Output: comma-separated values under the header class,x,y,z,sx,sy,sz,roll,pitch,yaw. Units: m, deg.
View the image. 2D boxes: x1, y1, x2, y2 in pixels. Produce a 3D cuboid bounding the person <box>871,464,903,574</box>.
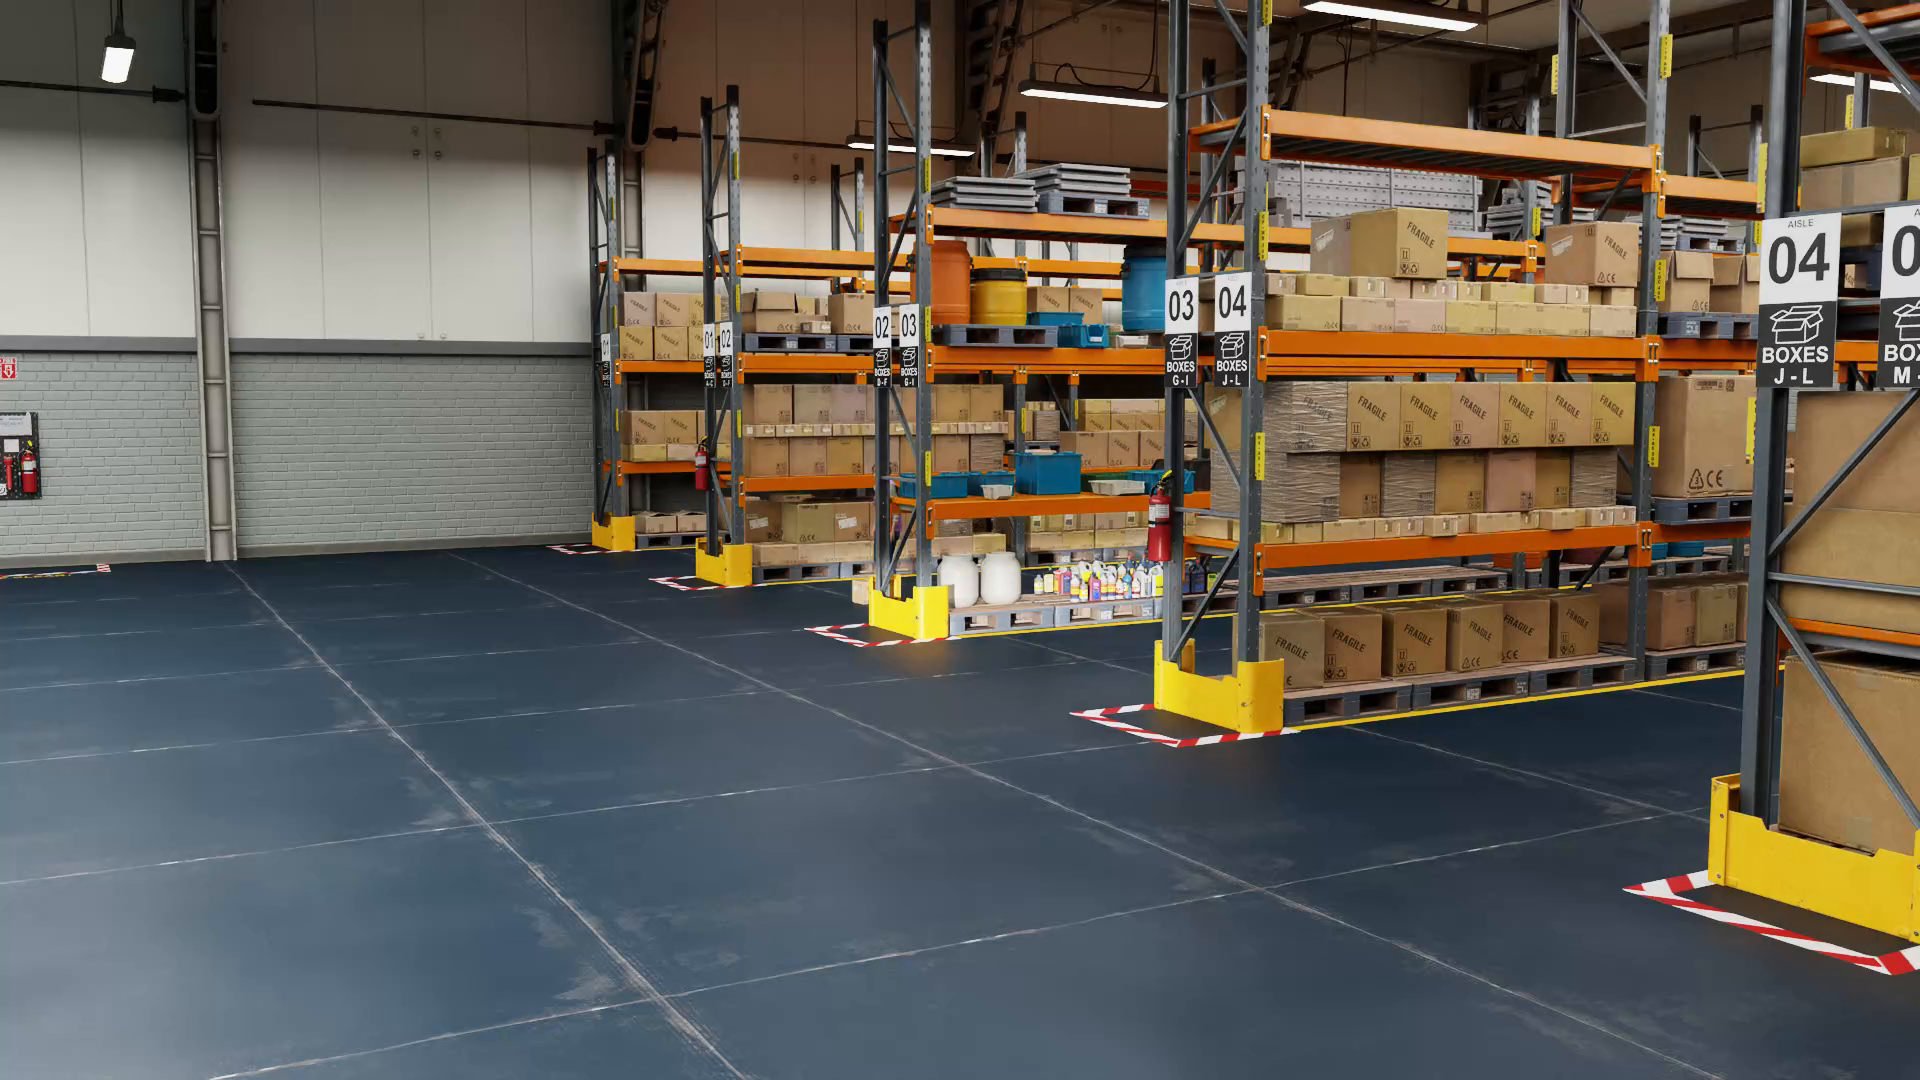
class,x,y,z,sx,sy,sz,roll,pitch,yaw
person,-0.838,-0.101,18.743,0.340,1.594,0.483,-3,6,-31
